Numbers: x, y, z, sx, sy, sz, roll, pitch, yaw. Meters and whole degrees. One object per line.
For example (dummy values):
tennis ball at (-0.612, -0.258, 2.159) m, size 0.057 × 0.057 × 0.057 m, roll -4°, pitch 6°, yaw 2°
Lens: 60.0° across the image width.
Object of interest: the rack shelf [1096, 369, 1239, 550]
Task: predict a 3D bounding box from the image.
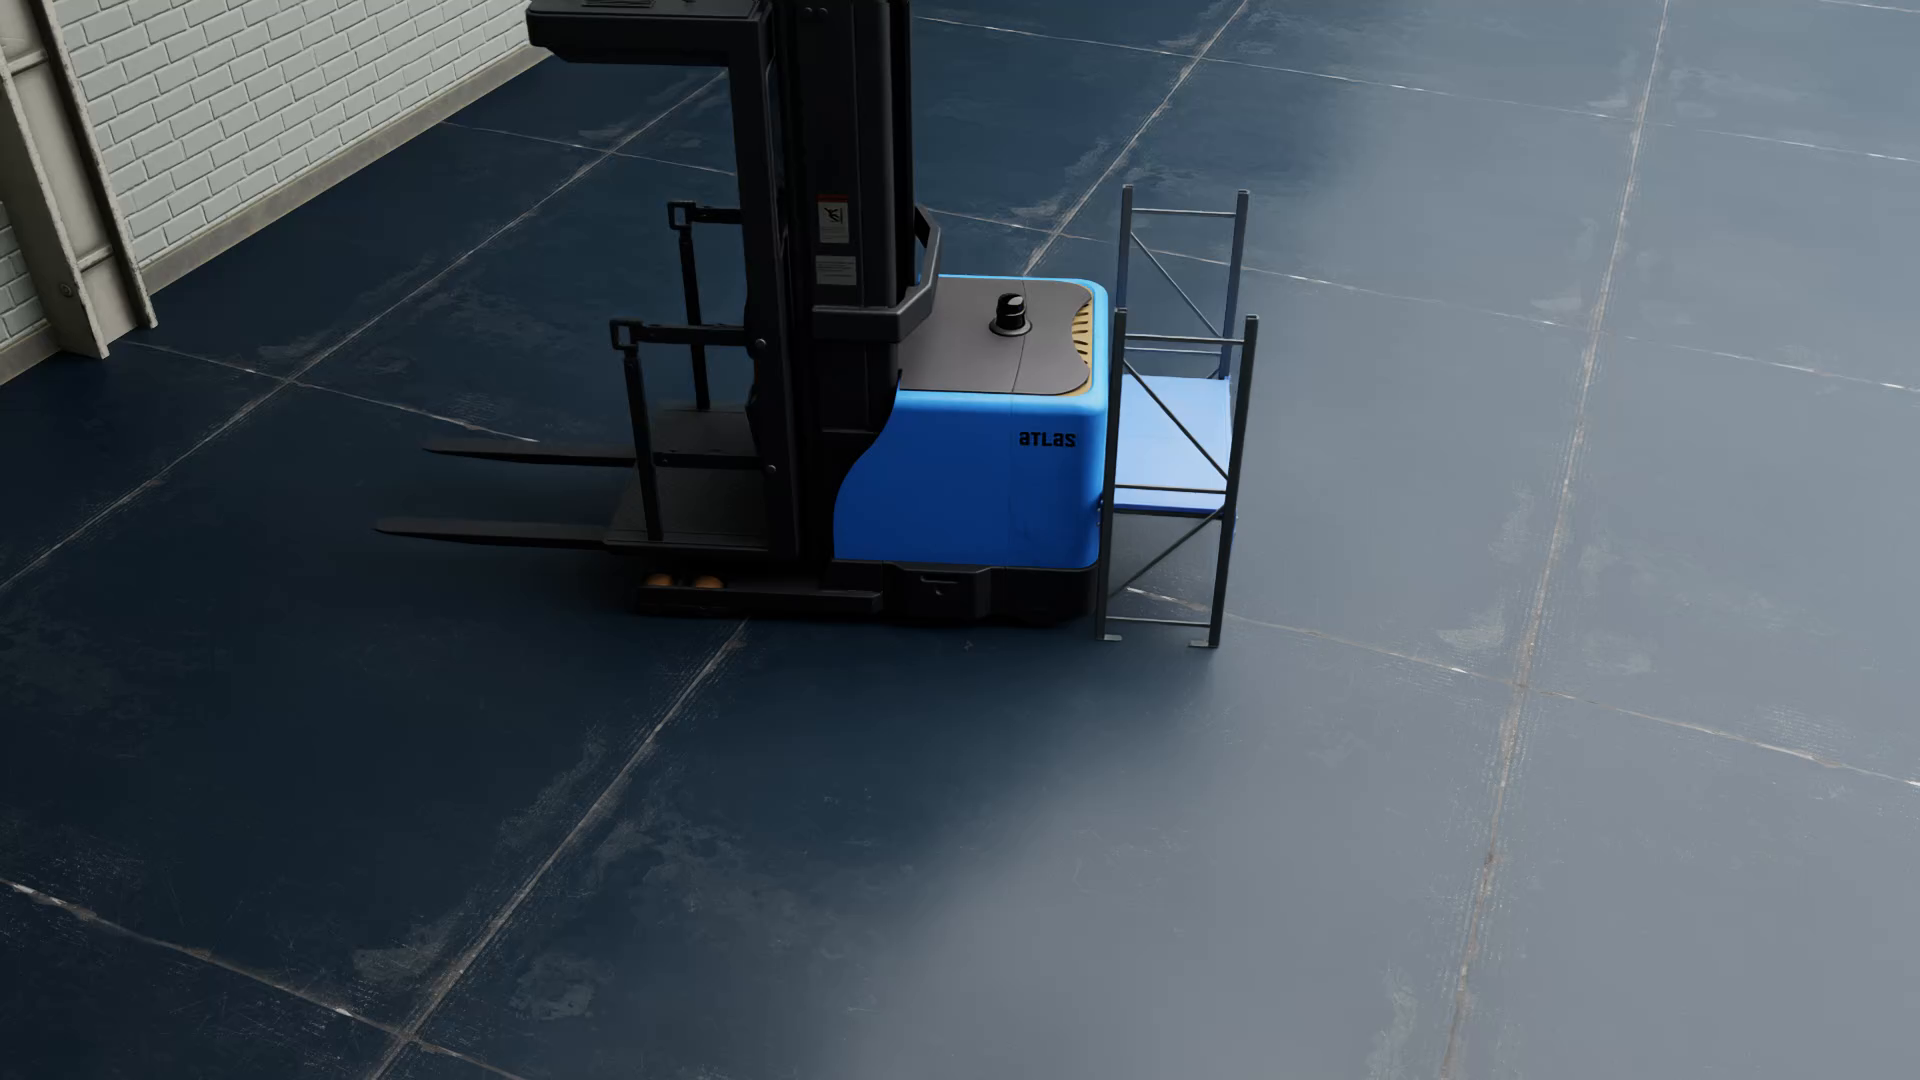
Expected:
rack shelf at (0.845, -0.348, 6.763) m, size 0.538 × 0.185 × 1.000 m, roll 4°, pitch 37°, yaw 5°

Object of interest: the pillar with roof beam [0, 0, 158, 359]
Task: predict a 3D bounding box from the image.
pillar with roof beam at (-0.464, -3.690, 4.671) m, size 9.100 × 9.000 × 0.400 m, roll 14°, pitch 39°, yaw 18°

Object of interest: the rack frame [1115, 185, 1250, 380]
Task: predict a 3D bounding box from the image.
rack frame at (0.898, -0.795, 7.060) m, size 0.500 × 1.500 × 0.032 m, roll 4°, pitch 37°, yaw 5°

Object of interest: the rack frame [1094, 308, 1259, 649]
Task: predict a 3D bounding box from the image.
rack frame at (0.791, -0.189, 6.251) m, size 0.500 × 1.500 × 0.032 m, roll 4°, pitch 37°, yaw 5°

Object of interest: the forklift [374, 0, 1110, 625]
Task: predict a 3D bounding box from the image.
forklift at (-0.915, -1.175, 6.374) m, size 3.031 × 2.935 × 1.130 m, roll 2°, pitch 37°, yaw 3°

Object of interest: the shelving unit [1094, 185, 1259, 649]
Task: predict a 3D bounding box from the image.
shelving unit at (0.845, -0.492, 6.655) m, size 0.538 × 1.500 × 1.048 m, roll 4°, pitch 37°, yaw 5°
